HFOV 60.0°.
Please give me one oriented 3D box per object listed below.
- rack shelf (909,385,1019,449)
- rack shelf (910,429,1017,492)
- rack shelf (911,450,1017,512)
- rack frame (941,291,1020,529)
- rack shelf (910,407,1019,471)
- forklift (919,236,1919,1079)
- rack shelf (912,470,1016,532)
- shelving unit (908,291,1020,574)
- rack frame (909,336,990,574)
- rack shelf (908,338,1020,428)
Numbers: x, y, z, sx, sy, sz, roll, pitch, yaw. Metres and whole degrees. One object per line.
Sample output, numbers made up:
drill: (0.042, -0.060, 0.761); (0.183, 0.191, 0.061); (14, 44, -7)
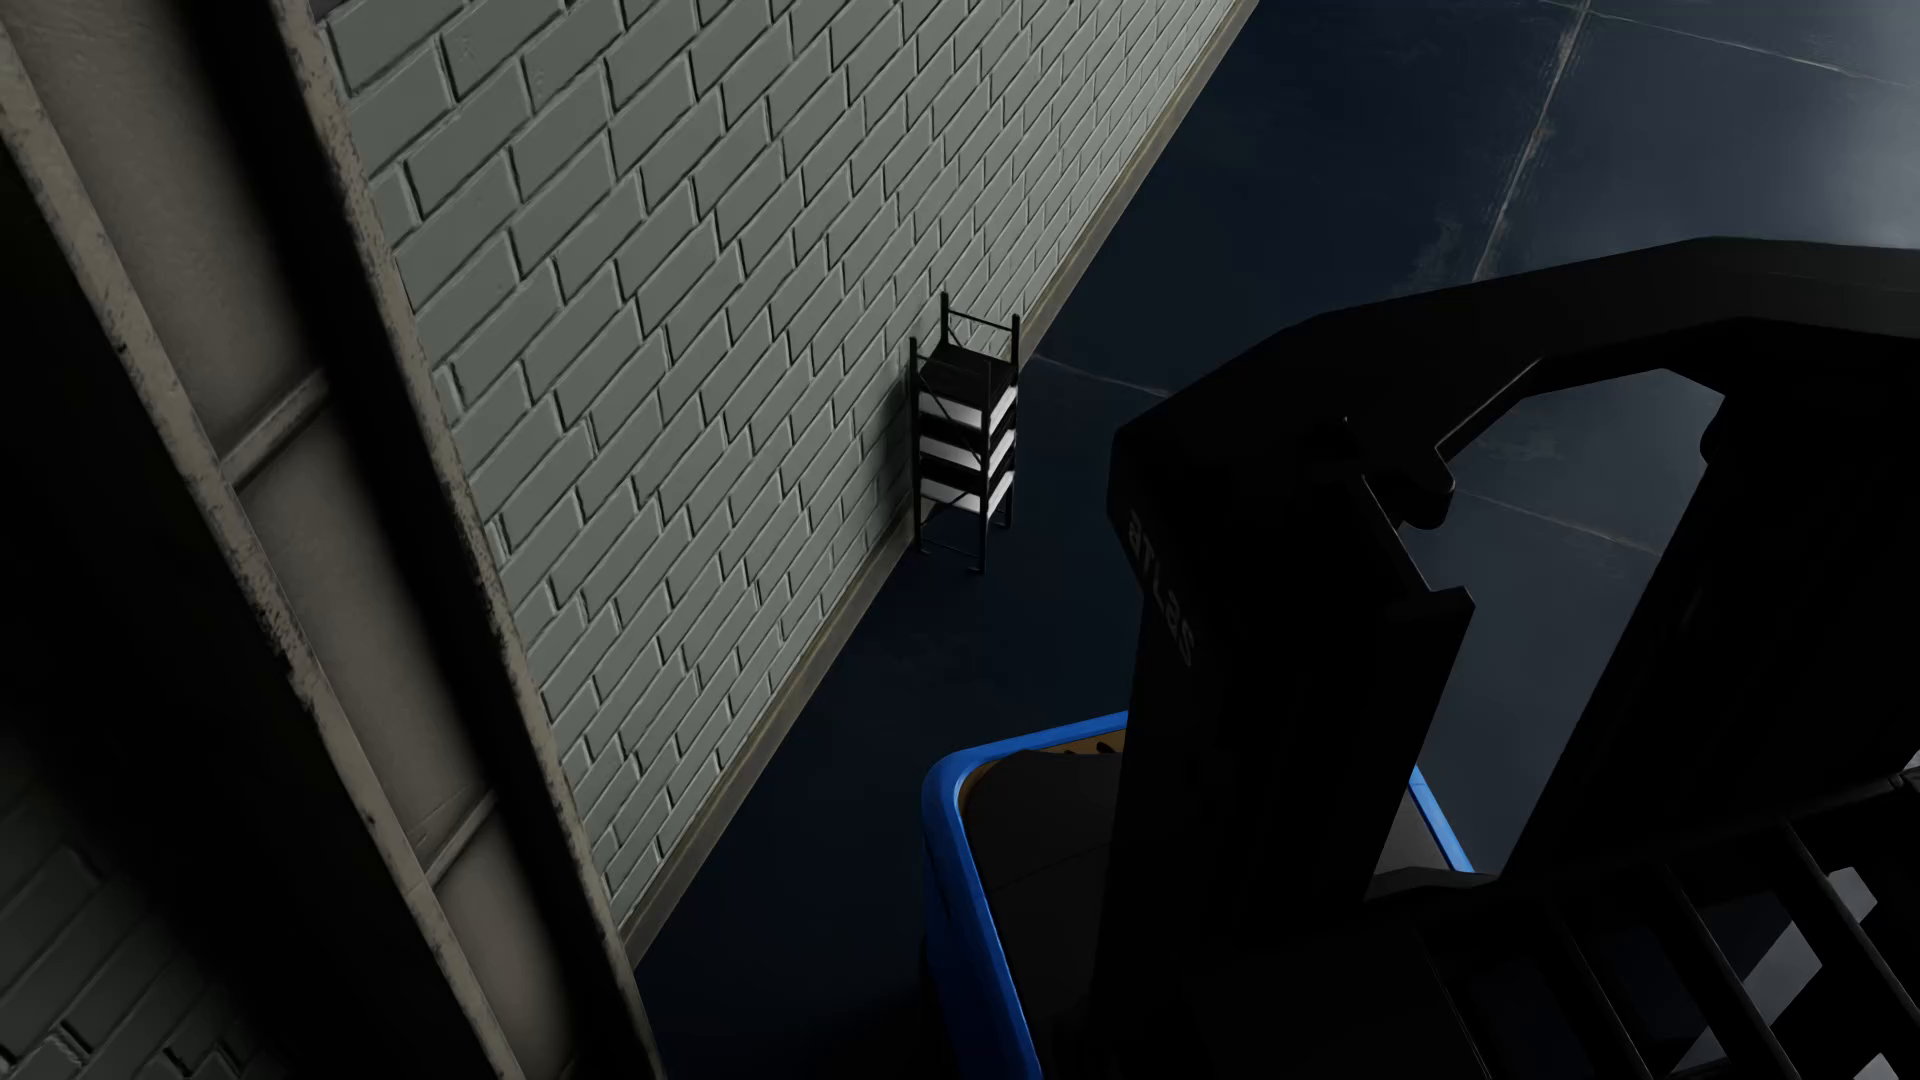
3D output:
rack shelf: (0.013, -0.390, 4.798); (0.258, 0.077, 0.200); (19, 52, 16)
rack shelf: (0.013, -0.274, 4.935); (0.258, 0.077, 0.200); (19, 52, 16)
rack shelf: (0.012, -0.216, 5.004); (0.258, 0.077, 0.200); (19, 52, 16)
rack frame: (0.055, -0.366, 4.970); (0.240, 0.900, 0.006); (19, 52, 16)
rack shelf: (0.013, -0.332, 4.867); (0.258, 0.077, 0.200); (19, 52, 16)
forklift: (0.797, 1.184, 2.318); (1.130, 2.935, 3.031); (-12, 51, -10)
rack shelf: (0.012, -0.157, 5.073); (0.258, 0.077, 0.200); (19, 52, 16)
shelving unit: (0.013, -0.295, 4.910); (0.258, 0.900, 0.210); (19, 52, 16)
rack frame: (-0.030, -0.225, 4.850); (0.240, 0.900, 0.006); (19, 52, 16)
rack shelf: (0.013, -0.449, 4.730); (0.258, 0.077, 0.200); (19, 52, 16)
